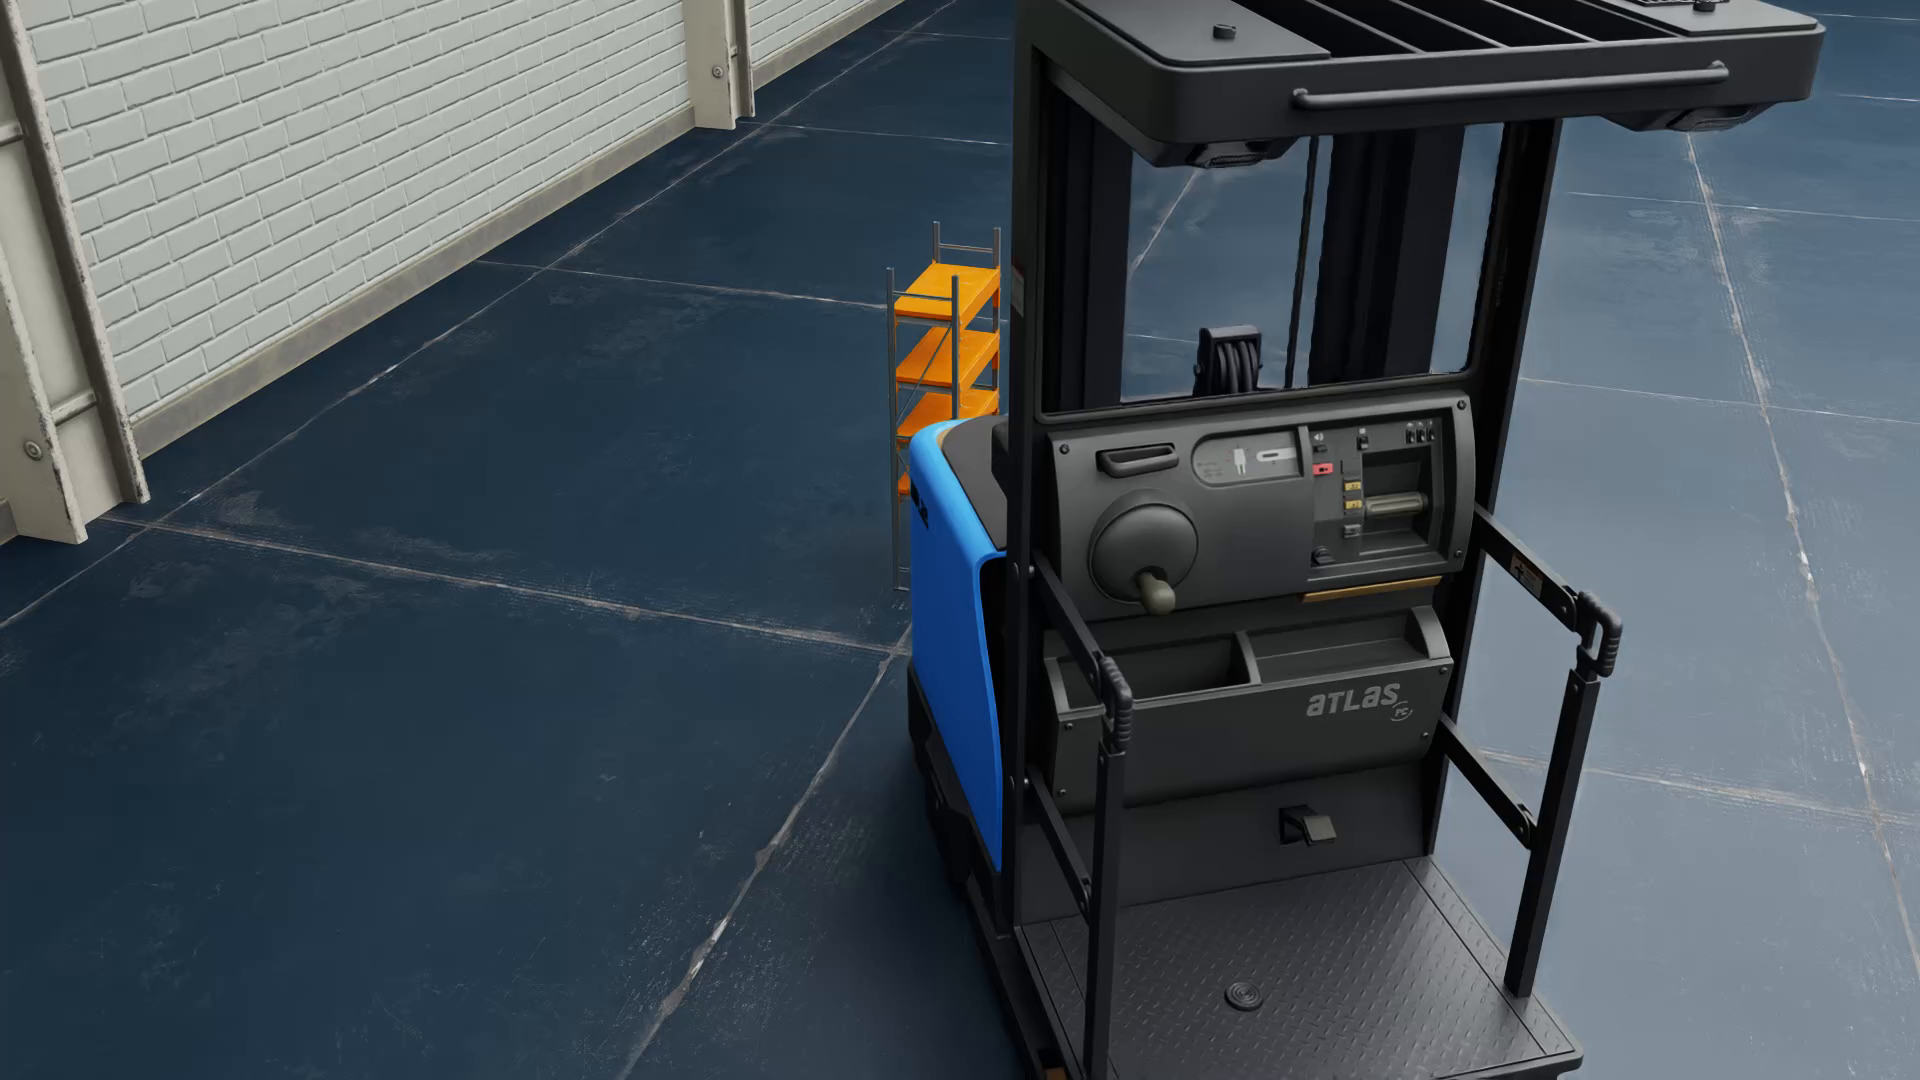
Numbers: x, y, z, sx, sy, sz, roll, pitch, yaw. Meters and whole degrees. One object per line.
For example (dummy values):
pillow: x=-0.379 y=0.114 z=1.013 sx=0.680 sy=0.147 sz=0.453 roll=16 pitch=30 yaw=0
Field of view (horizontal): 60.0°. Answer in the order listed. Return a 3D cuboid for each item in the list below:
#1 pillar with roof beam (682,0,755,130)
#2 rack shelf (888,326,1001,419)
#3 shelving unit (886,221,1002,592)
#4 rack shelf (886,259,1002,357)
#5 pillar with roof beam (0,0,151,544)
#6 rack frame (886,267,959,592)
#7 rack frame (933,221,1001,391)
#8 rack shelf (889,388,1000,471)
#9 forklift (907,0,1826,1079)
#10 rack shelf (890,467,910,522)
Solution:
pillar with roof beam: x=2.489 y=-6.203 z=8.144 sx=9.100 sy=9.000 sz=0.400 roll=8 pitch=30 yaw=15
rack shelf: x=-0.049 y=-0.584 z=5.744 sx=0.258 sy=0.148 sz=0.480 roll=8 pitch=30 yaw=15
shelving unit: x=-0.049 y=-0.447 z=5.820 sx=0.258 sy=1.200 sz=0.503 roll=8 pitch=30 yaw=15
rack shelf: x=-0.049 y=-0.791 z=5.629 sx=0.258 sy=0.148 sz=0.480 roll=8 pitch=30 yaw=15
pillar with roof beam: x=0.727 y=-3.415 z=3.132 sx=9.100 sy=9.000 sz=0.400 roll=8 pitch=30 yaw=15
rack frame: x=-0.120 y=-0.334 z=5.616 sx=0.240 sy=1.200 sz=0.015 roll=8 pitch=30 yaw=15
rack frame: x=0.023 y=-0.561 z=6.024 sx=0.240 sy=1.200 sz=0.015 roll=8 pitch=30 yaw=15
rack shelf: x=-0.049 y=-0.389 z=5.853 sx=0.258 sy=0.148 sz=0.480 roll=8 pitch=30 yaw=15
forklift: x=0.697 y=-0.031 z=3.291 sx=1.130 sy=2.935 sz=3.031 roll=-7 pitch=30 yaw=-12
rack shelf: x=-0.049 y=-0.215 z=5.949 sx=0.258 sy=0.148 sz=0.480 roll=8 pitch=30 yaw=15
